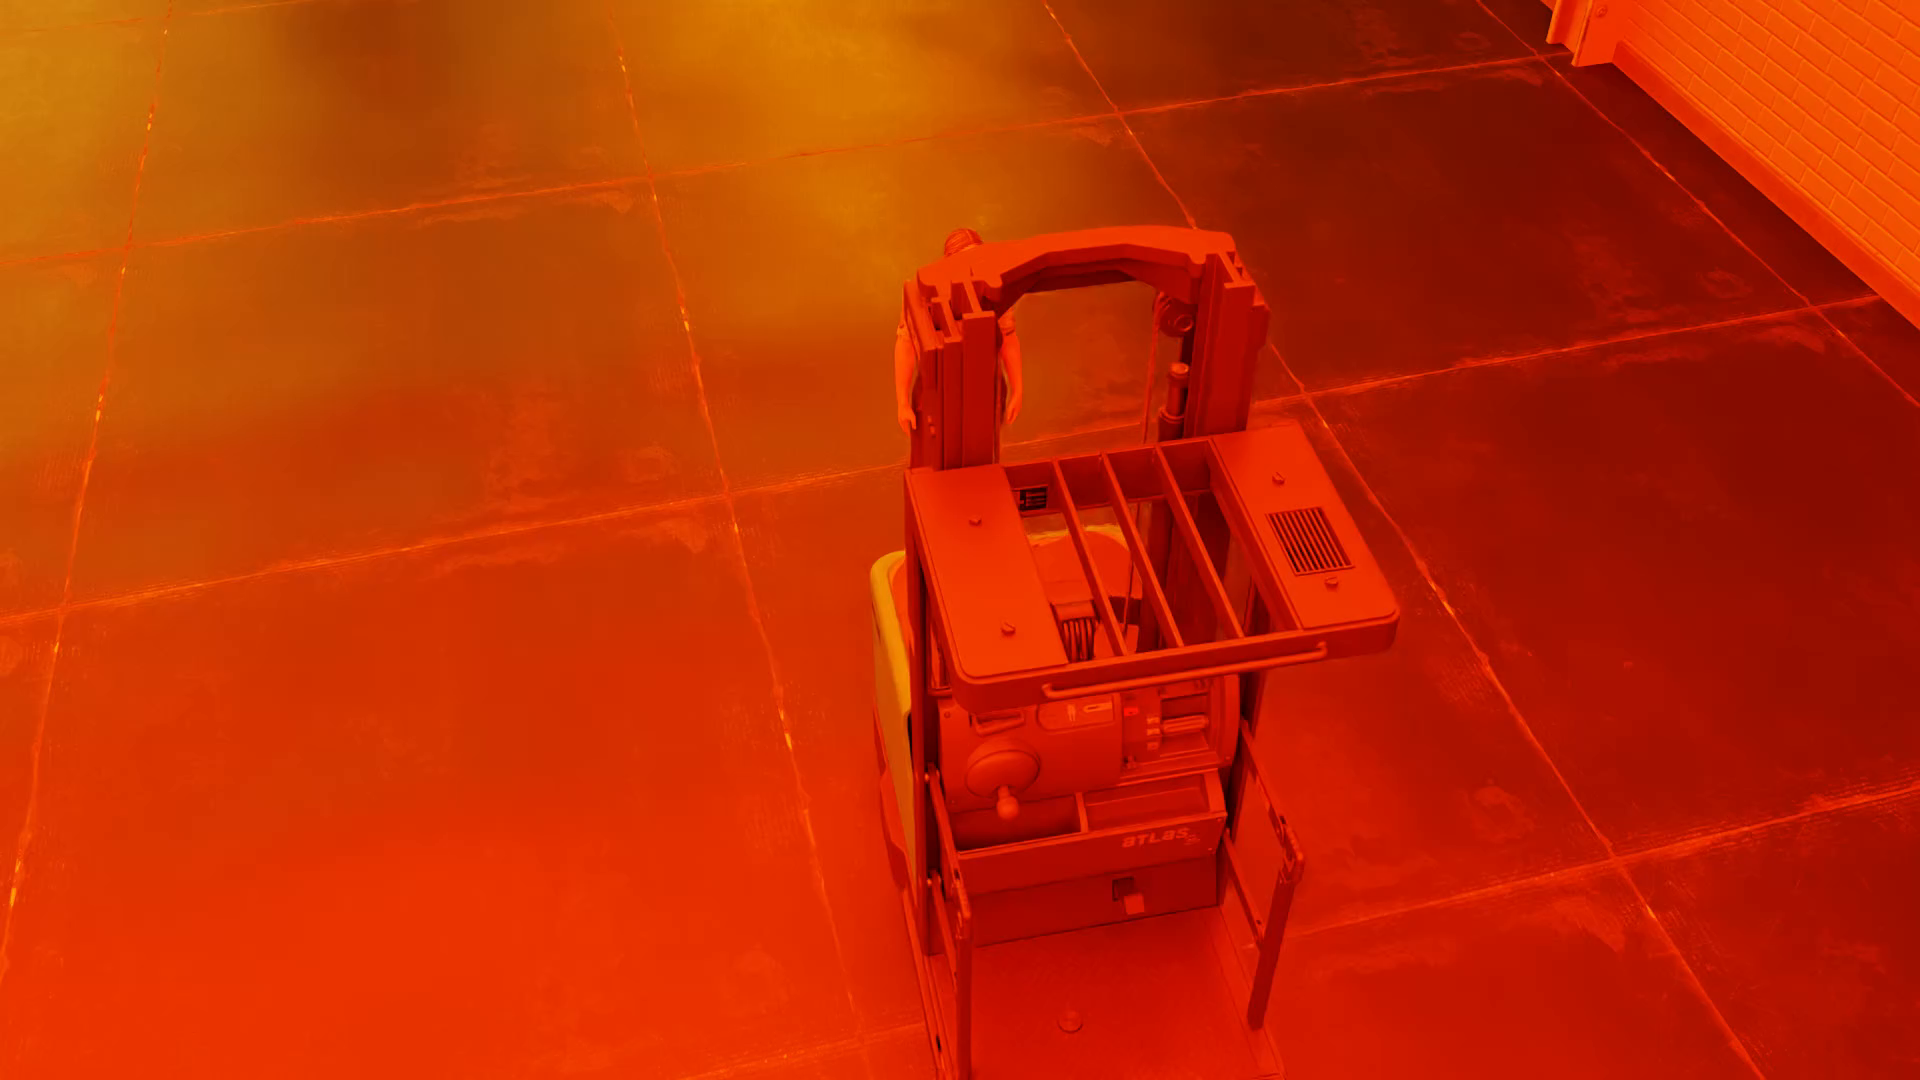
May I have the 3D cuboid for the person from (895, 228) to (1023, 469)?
[{"bbox_3d":[0.001,-0.539,7.143,0.598,1.643,0.503,-10,44,-11],"label":"person"}]

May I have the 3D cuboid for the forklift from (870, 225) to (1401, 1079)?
[{"bbox_3d":[0.443,0.696,4.909,1.130,2.935,3.031,-8,44,-8],"label":"forklift"}]
